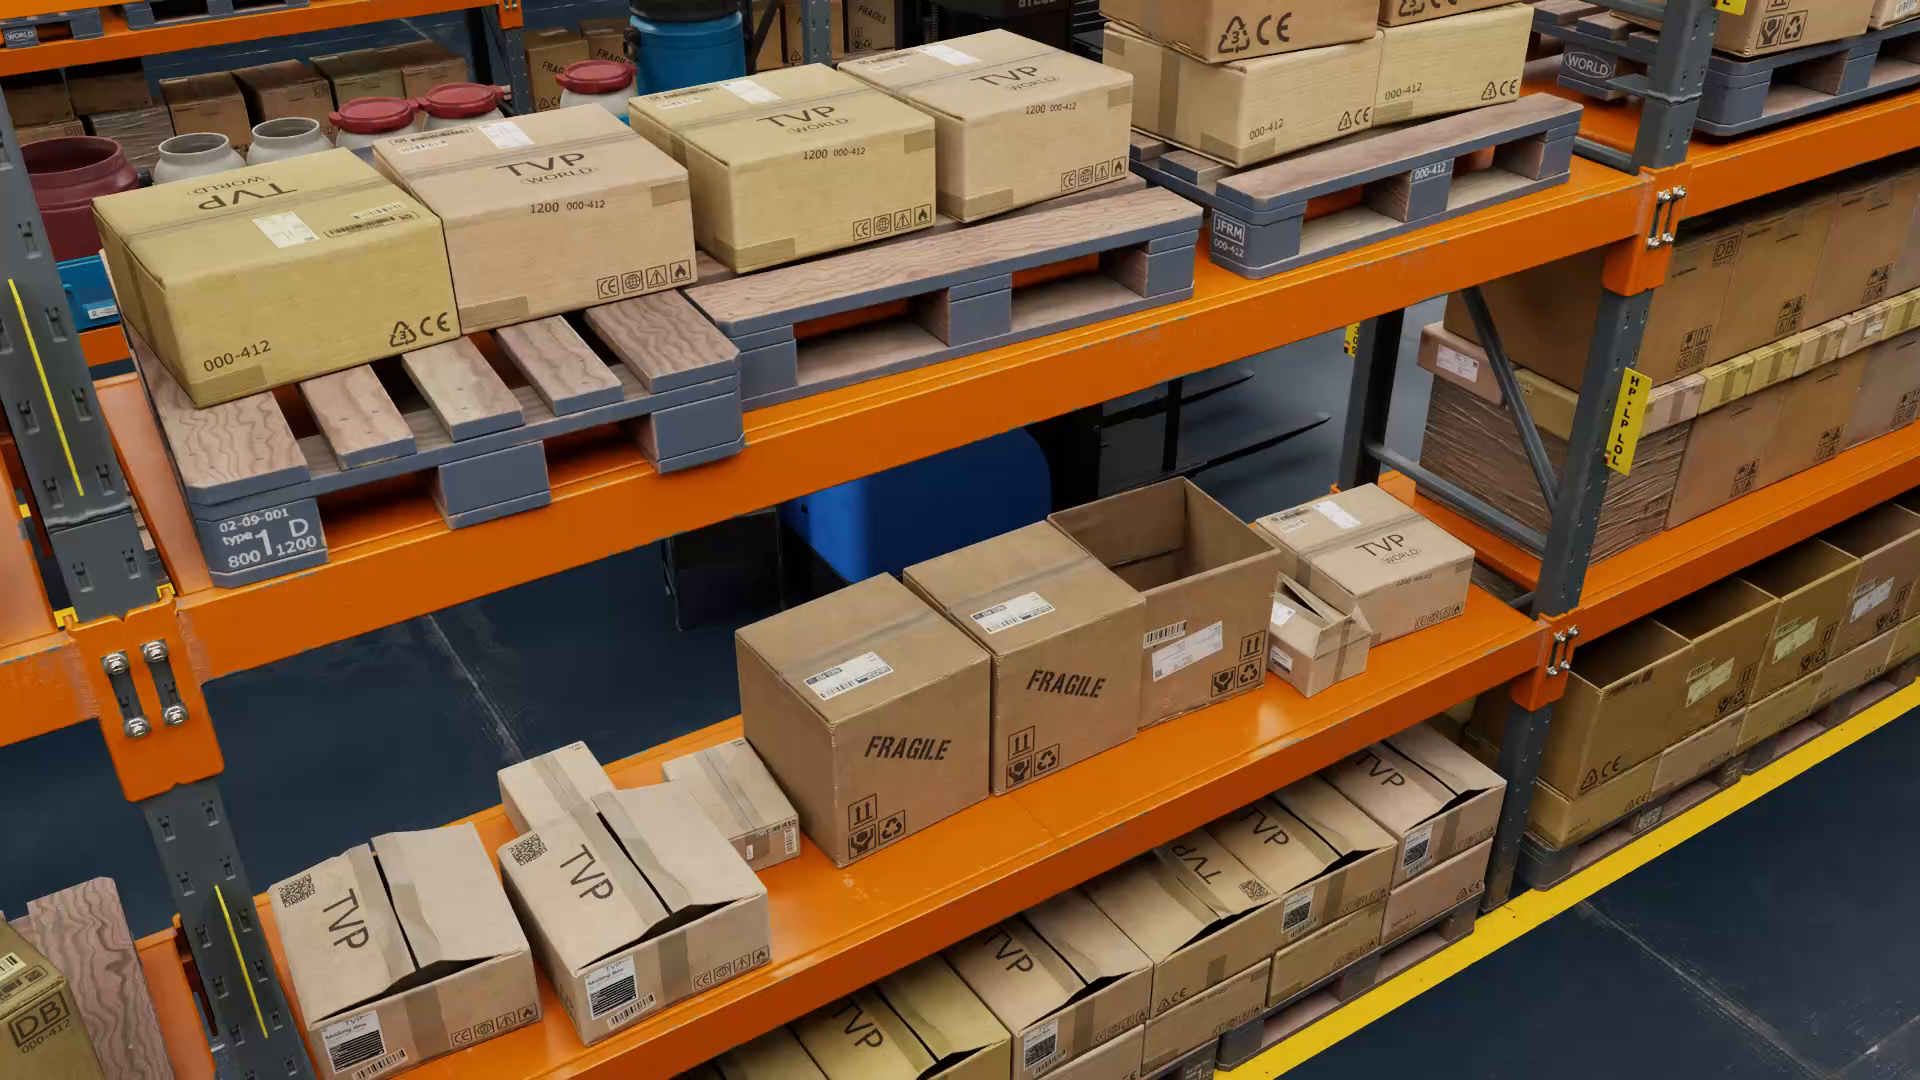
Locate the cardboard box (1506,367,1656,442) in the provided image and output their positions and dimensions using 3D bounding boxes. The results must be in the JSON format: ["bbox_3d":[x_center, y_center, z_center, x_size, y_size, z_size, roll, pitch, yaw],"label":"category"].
[{"bbox_3d":[2.027,-0.446,5.444,0.250,0.149,0.380,-19,37,-27],"label":"cardboard box"}]

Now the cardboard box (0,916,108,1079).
[{"bbox_3d":[-2.134,1.030,3.318,0.700,0.500,0.500,22,39,31],"label":"cardboard box"}]

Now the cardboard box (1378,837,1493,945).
[{"bbox_3d":[1.505,1.096,5.884,0.500,0.250,0.500,-19,37,-28],"label":"cardboard box"}]

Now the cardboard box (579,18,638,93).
[{"bbox_3d":[-2.833,-3.969,13.680,0.500,0.500,0.500,-8,33,-12],"label":"cardboard box"}]

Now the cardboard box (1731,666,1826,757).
[{"bbox_3d":[3.097,0.564,6.728,0.500,0.250,0.500,-19,37,-27],"label":"cardboard box"}]

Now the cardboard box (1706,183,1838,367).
[{"bbox_3d":[2.490,-1.007,5.726,0.500,0.500,0.700,-19,37,-27],"label":"cardboard box"}]

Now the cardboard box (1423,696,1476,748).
[{"bbox_3d":[1.968,0.615,6.648,0.500,0.250,0.500,-19,37,-27],"label":"cardboard box"}]

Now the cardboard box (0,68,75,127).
[{"bbox_3d":[-6.483,-3.079,11.547,0.500,0.250,0.500,-17,36,-25],"label":"cardboard box"}]

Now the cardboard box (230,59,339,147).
[{"bbox_3d":[-5.077,-3.252,12.524,0.500,0.500,0.700,-22,39,-31],"label":"cardboard box"}]

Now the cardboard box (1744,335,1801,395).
[{"bbox_3d":[2.674,-0.671,5.800,0.250,0.149,0.380,-19,37,-28],"label":"cardboard box"}]

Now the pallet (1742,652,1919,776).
[{"bbox_3d":[3.414,0.475,7.300,1.213,0.211,1.003,-19,37,-27],"label":"pallet"}]

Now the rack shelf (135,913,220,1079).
[{"bbox_3d":[-3.347,1.900,3.101,4.000,0.370,1.077,-19,37,-27],"label":"rack shelf"}]

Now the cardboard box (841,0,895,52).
[{"bbox_3d":[-0.840,-4.686,14.816,0.500,0.500,0.500,-12,34,-19],"label":"cardboard box"}]

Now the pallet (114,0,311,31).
[{"bbox_3d":[-5.388,-3.935,11.857,1.213,0.211,1.003,-19,37,-27],"label":"pallet"}]

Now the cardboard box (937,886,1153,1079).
[{"bbox_3d":[0.232,1.295,5.043,0.500,0.311,0.500,-19,37,-28],"label":"cardboard box"}]

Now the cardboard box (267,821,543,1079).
[{"bbox_3d":[-1.336,0.970,3.985,0.500,0.311,0.500,-17,36,-24],"label":"cardboard box"}]

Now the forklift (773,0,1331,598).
[{"bbox_3d":[0.529,-1.422,7.757,3.031,2.935,1.130,-19,37,-27],"label":"forklift"}]

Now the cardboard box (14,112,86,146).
[{"bbox_3d":[-6.477,-2.757,11.740,0.500,0.500,0.700,-21,38,-30],"label":"cardboard box"}]

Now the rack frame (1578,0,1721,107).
[{"bbox_3d":[1.696,-2.676,4.058,0.127,3.000,1.000,-19,37,-27],"label":"rack frame"}]

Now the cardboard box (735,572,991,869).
[{"bbox_3d":[-0.264,0.483,4.579,0.500,0.500,0.500,-21,38,-30],"label":"cardboard box"}]

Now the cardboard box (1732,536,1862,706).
[{"bbox_3d":[3.096,0.247,6.528,0.500,0.500,0.500,-19,37,-27],"label":"cardboard box"}]

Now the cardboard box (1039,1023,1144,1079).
[{"bbox_3d":[0.221,1.536,5.186,0.500,0.250,0.500,-18,37,-26],"label":"cardboard box"}]

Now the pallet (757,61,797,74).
[{"bbox_3d":[-2.096,-3.968,14.342,1.213,0.211,1.003,-19,37,-27],"label":"pallet"}]

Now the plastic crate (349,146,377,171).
[{"bbox_3d":[-2.822,-1.562,7.854,0.583,0.464,0.402,-19,37,-27],"label":"plastic crate"}]

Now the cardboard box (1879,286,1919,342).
[{"bbox_3d":[3.327,-0.896,6.157,0.250,0.149,0.380,-19,37,-28],"label":"cardboard box"}]

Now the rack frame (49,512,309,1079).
[{"bbox_3d":[-1.666,1.018,3.825,0.127,3.000,1.000,-19,37,-27],"label":"rack frame"}]

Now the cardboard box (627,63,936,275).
[{"bbox_3d":[-0.397,-0.842,3.708,0.500,0.250,0.500,-20,37,-28],"label":"cardboard box"}]

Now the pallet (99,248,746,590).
[{"bbox_3d":[-1.144,-0.408,3.450,1.003,0.211,1.213,-17,36,-25],"label":"pallet"}]

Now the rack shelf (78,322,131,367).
[{"bbox_3d":[-2.665,-1.479,8.457,4.000,0.370,1.077,-19,37,-27],"label":"rack shelf"}]

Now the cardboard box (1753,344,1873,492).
[{"bbox_3d":[2.930,-0.611,6.313,0.500,0.500,0.700,-18,37,-27],"label":"cardboard box"}]

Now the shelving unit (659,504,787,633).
[{"bbox_3d":[-1.104,-0.610,7.248,0.503,2.100,0.431,-10,34,-15],"label":"shelving unit"}]

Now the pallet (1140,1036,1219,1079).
[{"bbox_3d":[0.072,1.626,5.475,1.213,0.211,1.003,-19,37,-27],"label":"pallet"}]

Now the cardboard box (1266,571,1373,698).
[{"bbox_3d":[1.057,0.255,5.161,0.258,0.266,0.396,-20,37,-28],"label":"cardboard box"}]

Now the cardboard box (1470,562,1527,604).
[{"bbox_3d":[2.394,0.158,6.669,0.500,0.500,0.500,-19,37,-27],"label":"cardboard box"}]

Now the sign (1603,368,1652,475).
[{"bbox_3d":[1.999,-0.354,4.989,0.005,0.325,0.100,-19,37,-27],"label":"sign"}]

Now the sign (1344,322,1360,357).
[{"bbox_3d":[1.394,-0.787,5.800,0.005,0.325,0.100,-19,37,-27],"label":"sign"}]

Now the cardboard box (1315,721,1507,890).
[{"bbox_3d":[1.511,0.855,5.741,0.500,0.311,0.500,-19,37,-27],"label":"cardboard box"}]

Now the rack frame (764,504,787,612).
[{"bbox_3d":[-0.872,-0.651,7.313,0.015,2.100,0.400,-10,34,-15],"label":"rack frame"}]

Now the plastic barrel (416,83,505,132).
[{"bbox_3d":[-2.524,-2.028,8.526,0.433,0.535,0.433,0,32,0],"label":"plastic barrel"}]

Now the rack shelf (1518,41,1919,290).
[{"bbox_3d":[3.377,-1.681,5.967,4.000,0.370,1.077,-19,37,-27],"label":"rack shelf"}]

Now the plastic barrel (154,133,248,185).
[{"bbox_3d":[-3.597,-1.645,7.942,0.421,0.512,0.421,0,32,0],"label":"plastic barrel"}]

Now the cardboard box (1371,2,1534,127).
[{"bbox_3d":[1.173,-1.348,4.511,0.500,0.250,0.500,-15,35,-22],"label":"cardboard box"}]

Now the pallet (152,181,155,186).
[{"bbox_3d":[-6.372,-2.472,11.970,1.213,0.211,1.003,-19,37,-27],"label":"pallet"}]

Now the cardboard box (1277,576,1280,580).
[{"bbox_3d":[0.841,0.132,5.465,0.250,0.149,0.380,-19,37,-27],"label":"cardboard box"}]
